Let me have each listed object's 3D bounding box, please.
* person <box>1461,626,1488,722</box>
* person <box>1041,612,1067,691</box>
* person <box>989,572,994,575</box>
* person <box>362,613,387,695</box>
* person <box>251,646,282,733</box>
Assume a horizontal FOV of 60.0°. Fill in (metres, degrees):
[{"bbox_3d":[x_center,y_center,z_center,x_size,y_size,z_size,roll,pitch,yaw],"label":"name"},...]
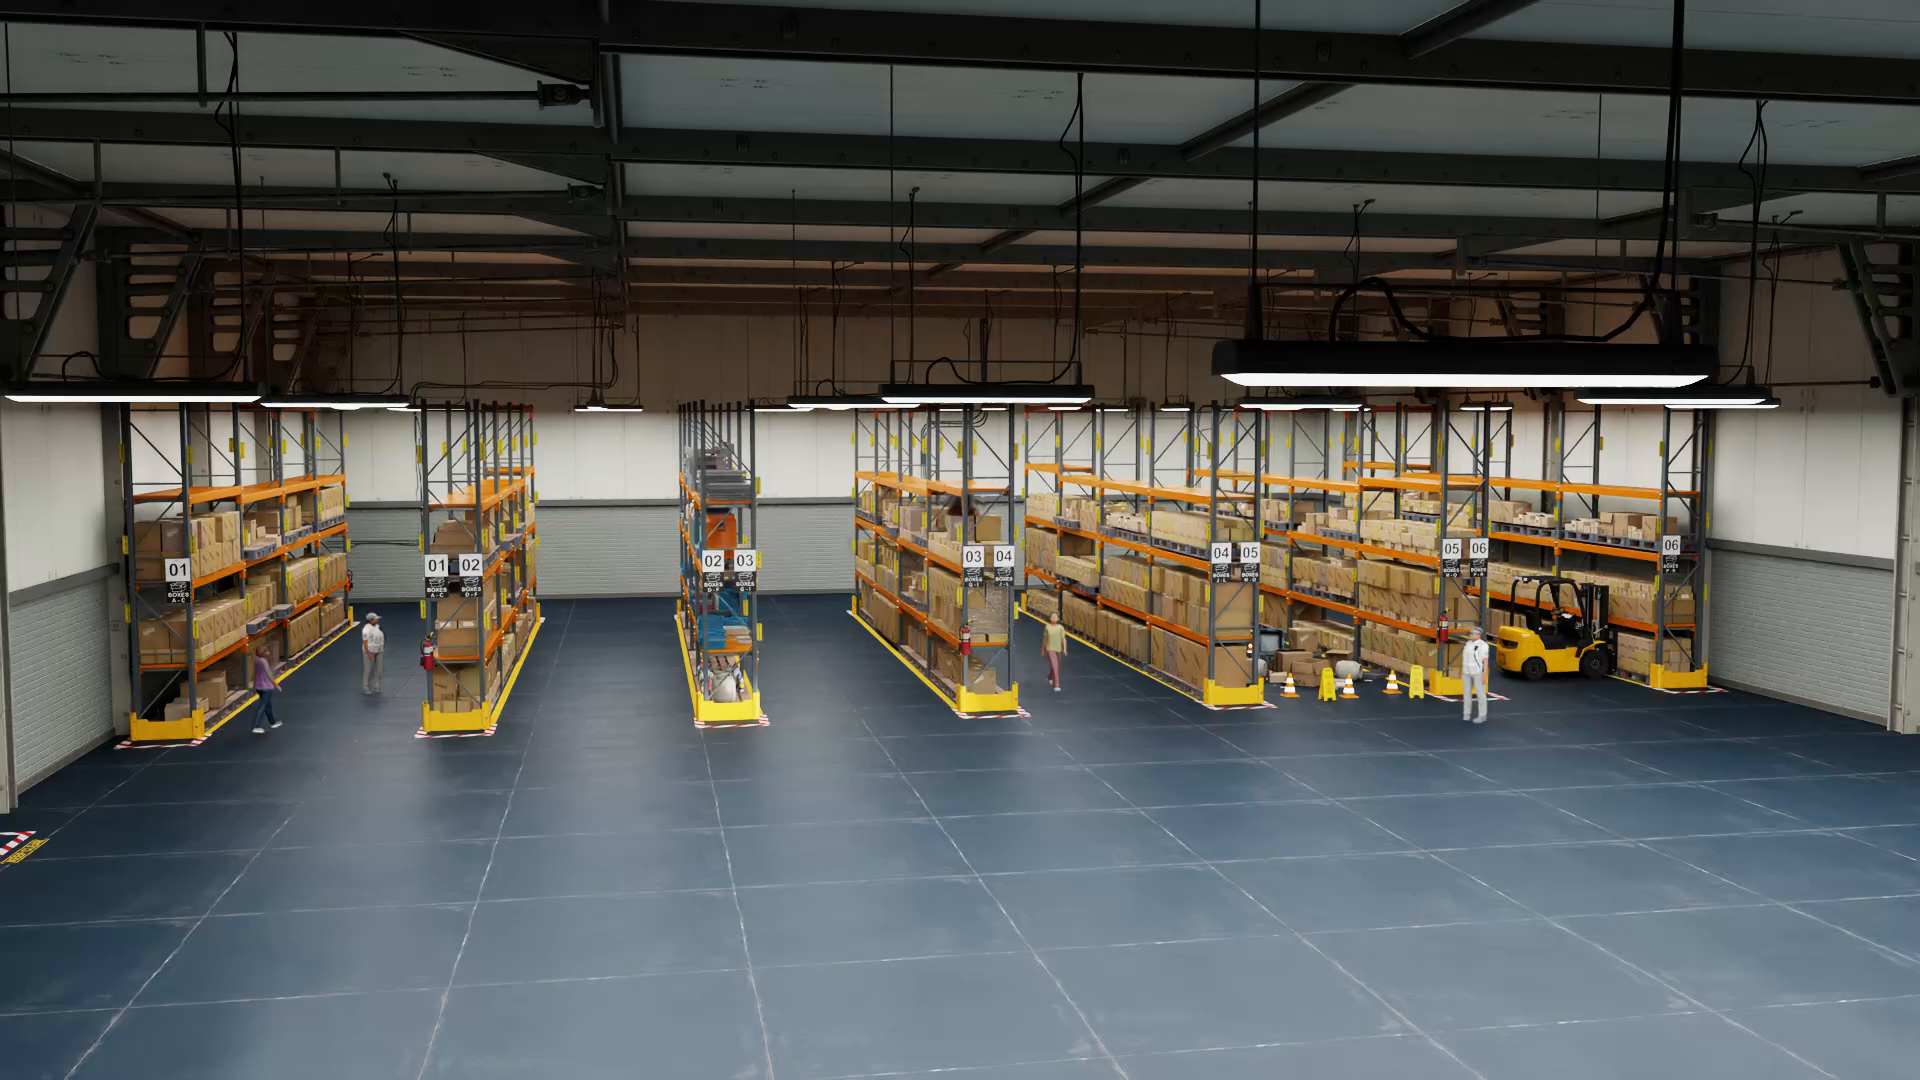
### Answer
[{"bbox_3d":[9.616,2.489,31.098,0.544,1.778,0.436,4,6,41],"label":"person"},{"bbox_3d":[1.955,2.304,34.589,0.476,1.613,0.937,-2,5,-21],"label":"person"},{"bbox_3d":[0.976,1.135,49.280,0.554,1.708,0.496,2,5,28],"label":"person"},{"bbox_3d":[-12.045,2.323,34.140,0.409,1.678,0.513,3,5,32],"label":"person"},{"bbox_3d":[-12.517,2.667,30.015,0.498,1.549,0.904,2,5,22],"label":"person"}]
